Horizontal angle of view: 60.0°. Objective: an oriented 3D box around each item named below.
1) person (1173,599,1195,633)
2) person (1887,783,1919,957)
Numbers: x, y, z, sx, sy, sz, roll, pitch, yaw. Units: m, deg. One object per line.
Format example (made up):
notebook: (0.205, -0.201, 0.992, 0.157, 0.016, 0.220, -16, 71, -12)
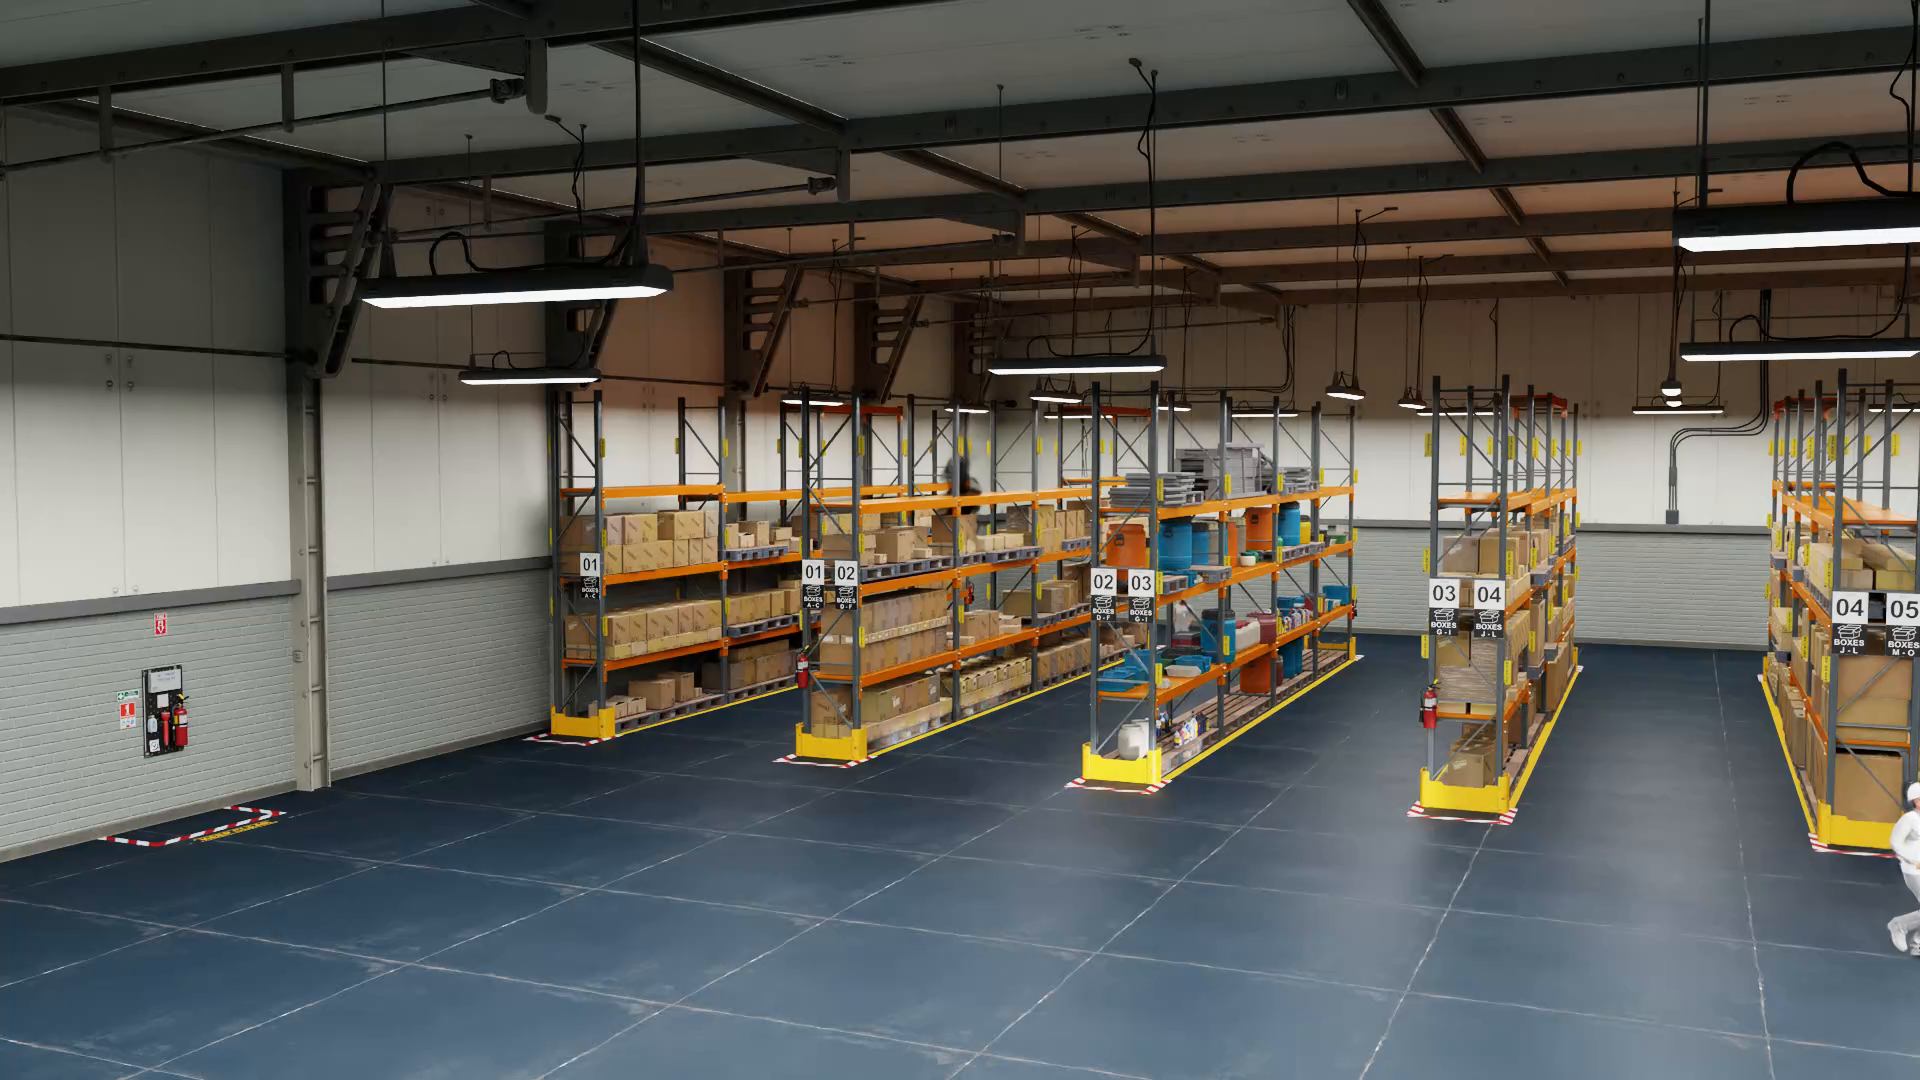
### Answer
person: (5.131, 2.046, 38.506, 0.549, 1.649, 0.604, 1, 3, 16)
person: (9.441, 3.238, 16.240, 0.656, 1.723, 0.600, -2, 4, -31)
